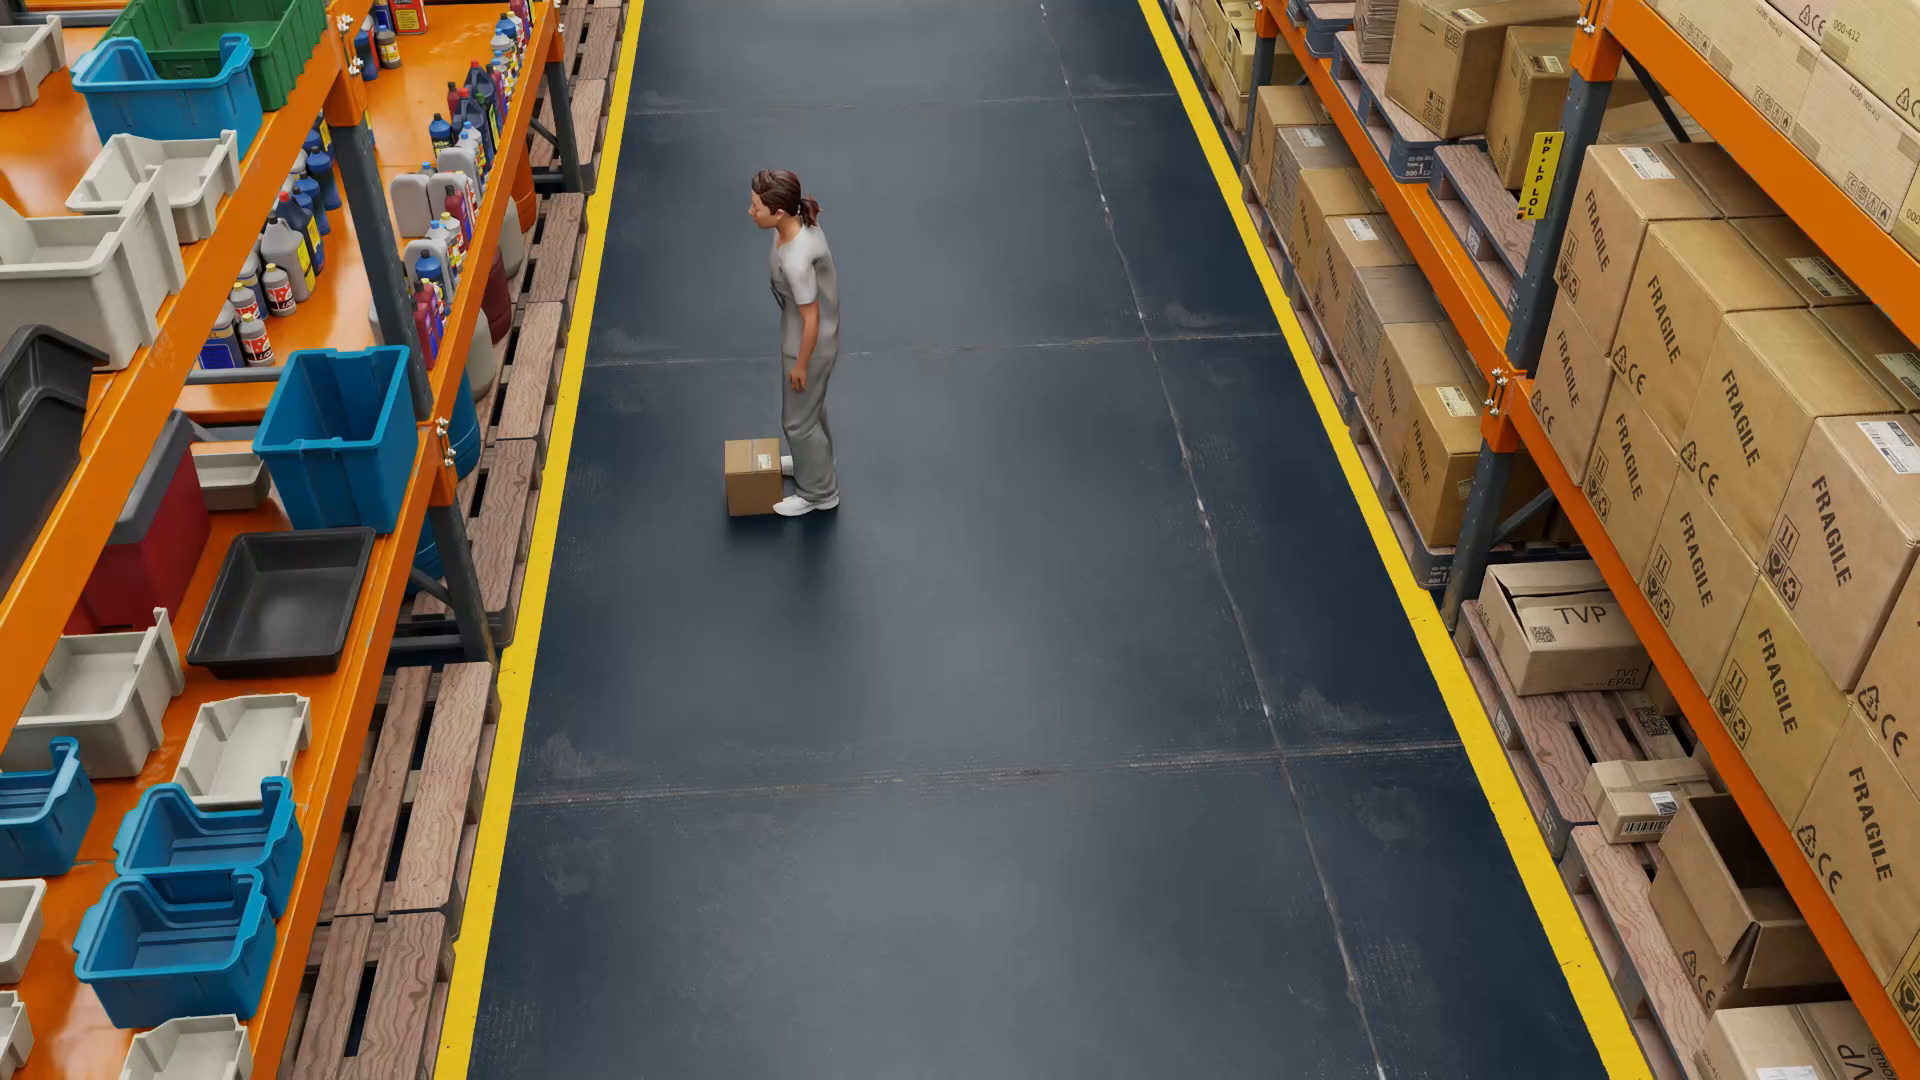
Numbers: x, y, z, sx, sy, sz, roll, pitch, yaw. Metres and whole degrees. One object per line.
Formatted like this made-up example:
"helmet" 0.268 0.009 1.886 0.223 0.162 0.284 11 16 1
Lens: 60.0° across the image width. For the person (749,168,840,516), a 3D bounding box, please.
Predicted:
"person" -0.697 -0.856 7.204 0.360 1.672 0.514 -5 40 -7
